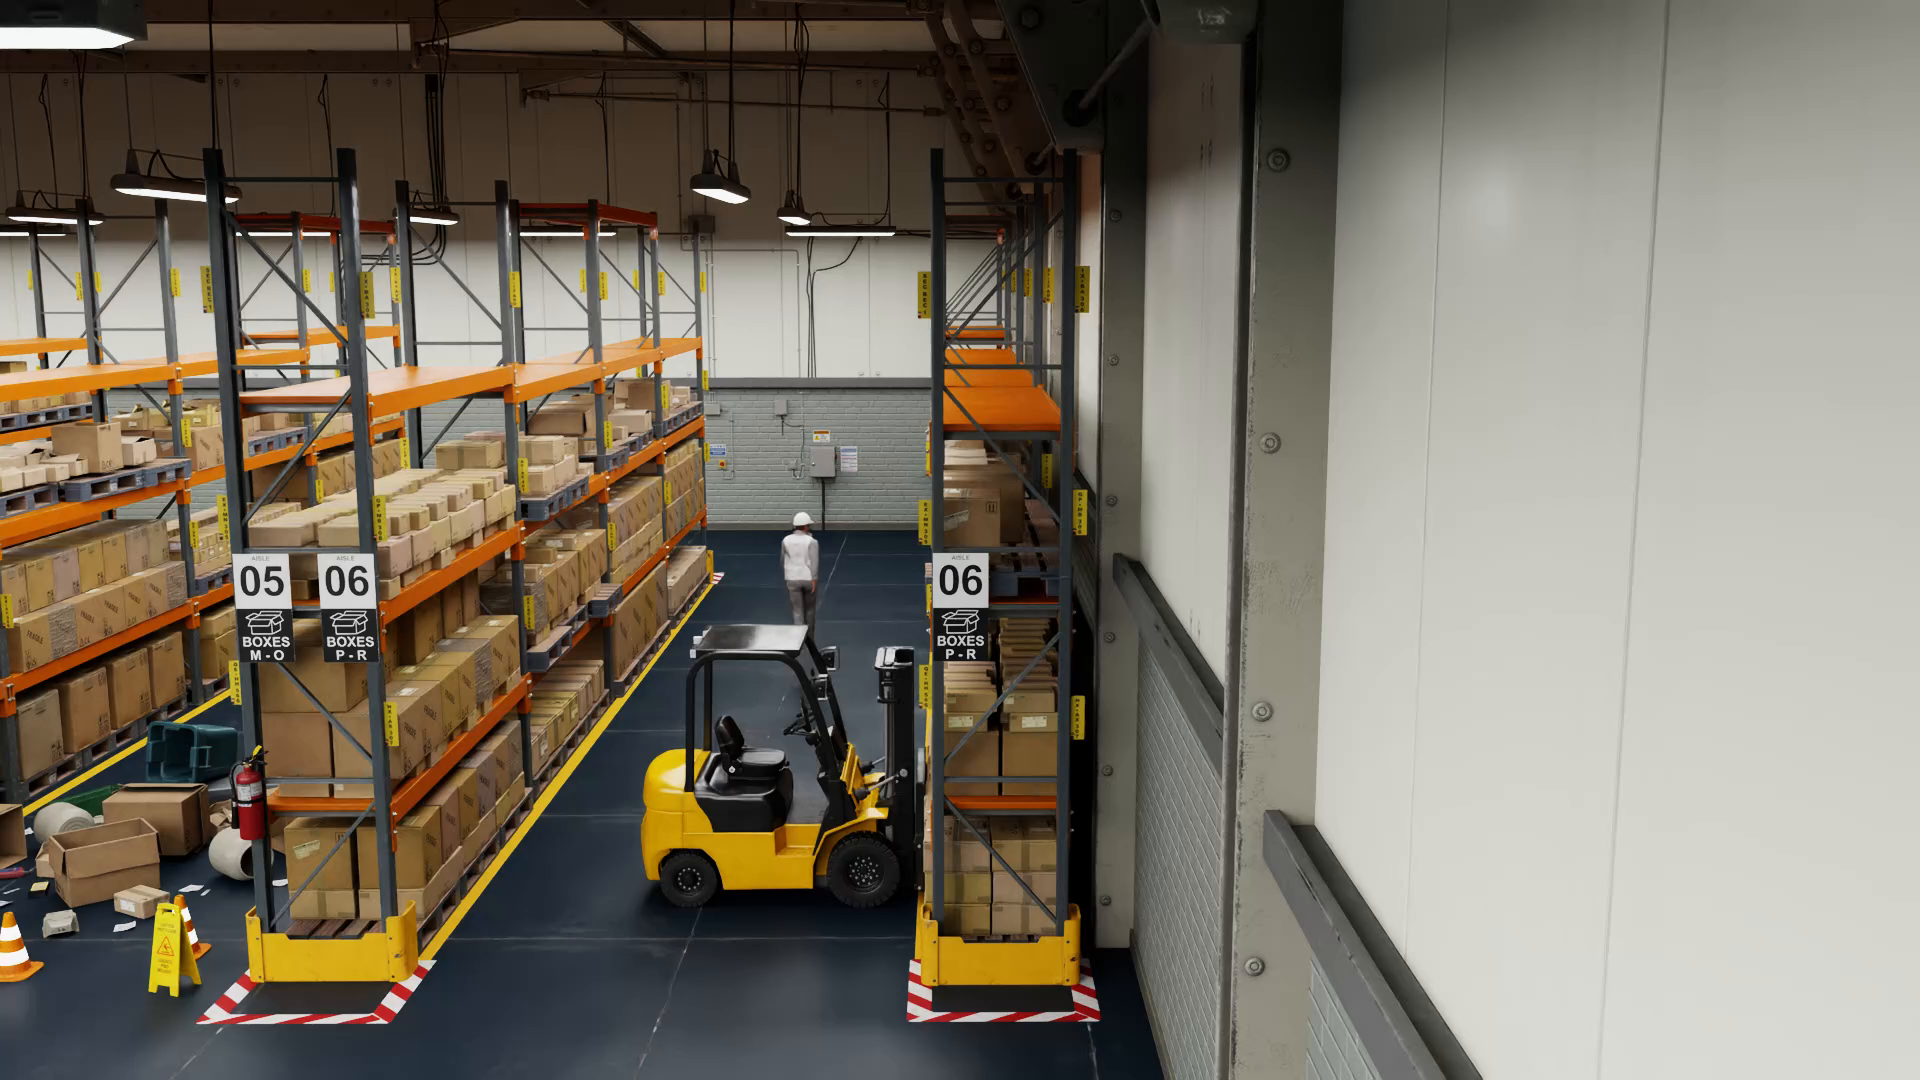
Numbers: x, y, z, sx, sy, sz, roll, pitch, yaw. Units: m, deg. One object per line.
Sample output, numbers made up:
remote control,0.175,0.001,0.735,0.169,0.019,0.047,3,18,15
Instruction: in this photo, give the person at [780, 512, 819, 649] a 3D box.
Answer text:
person,-2.090,0.538,21.704,0.480,1.814,0.748,-2,9,-13
